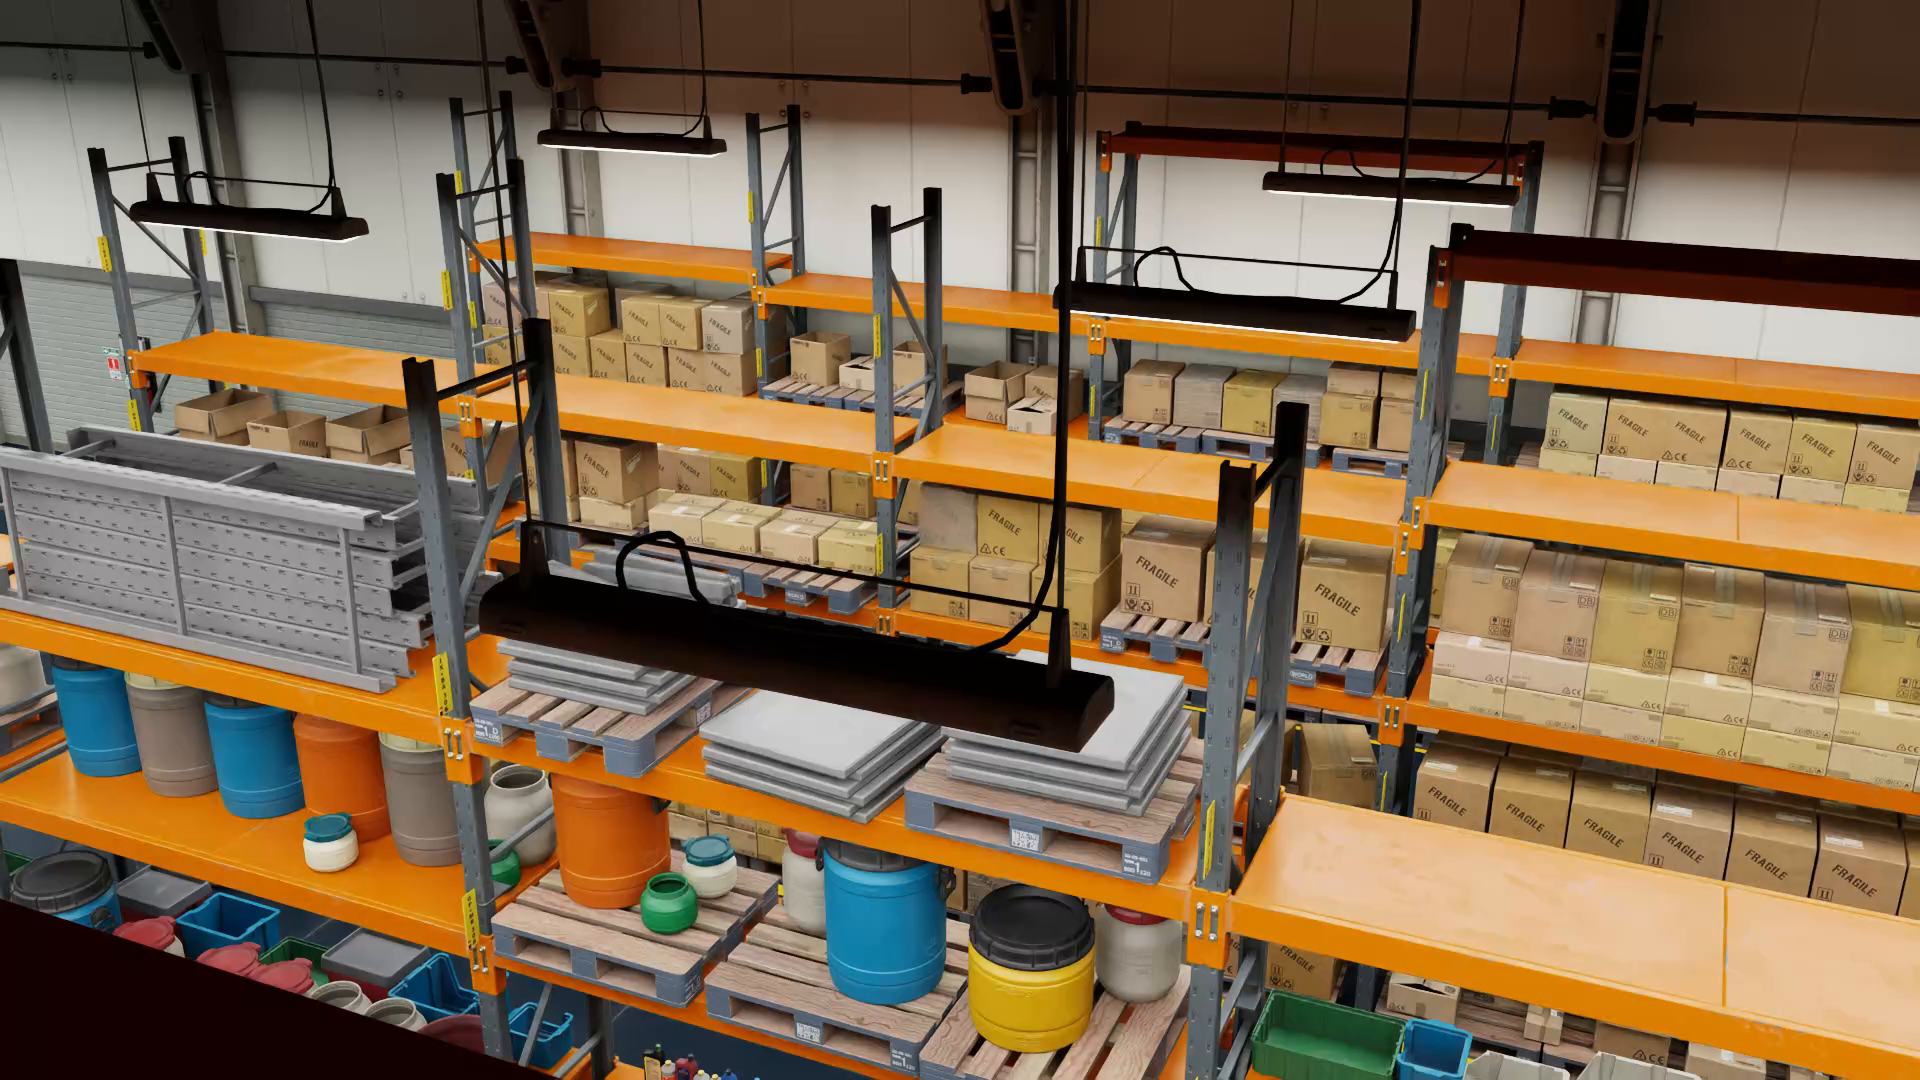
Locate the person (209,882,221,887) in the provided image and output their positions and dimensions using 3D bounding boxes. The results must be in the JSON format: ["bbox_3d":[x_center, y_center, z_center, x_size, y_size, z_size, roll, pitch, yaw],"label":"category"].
[{"bbox_3d":[-6.757,2.210,14.469,0.839,1.636,0.468,11,23,27],"label":"person"}]
